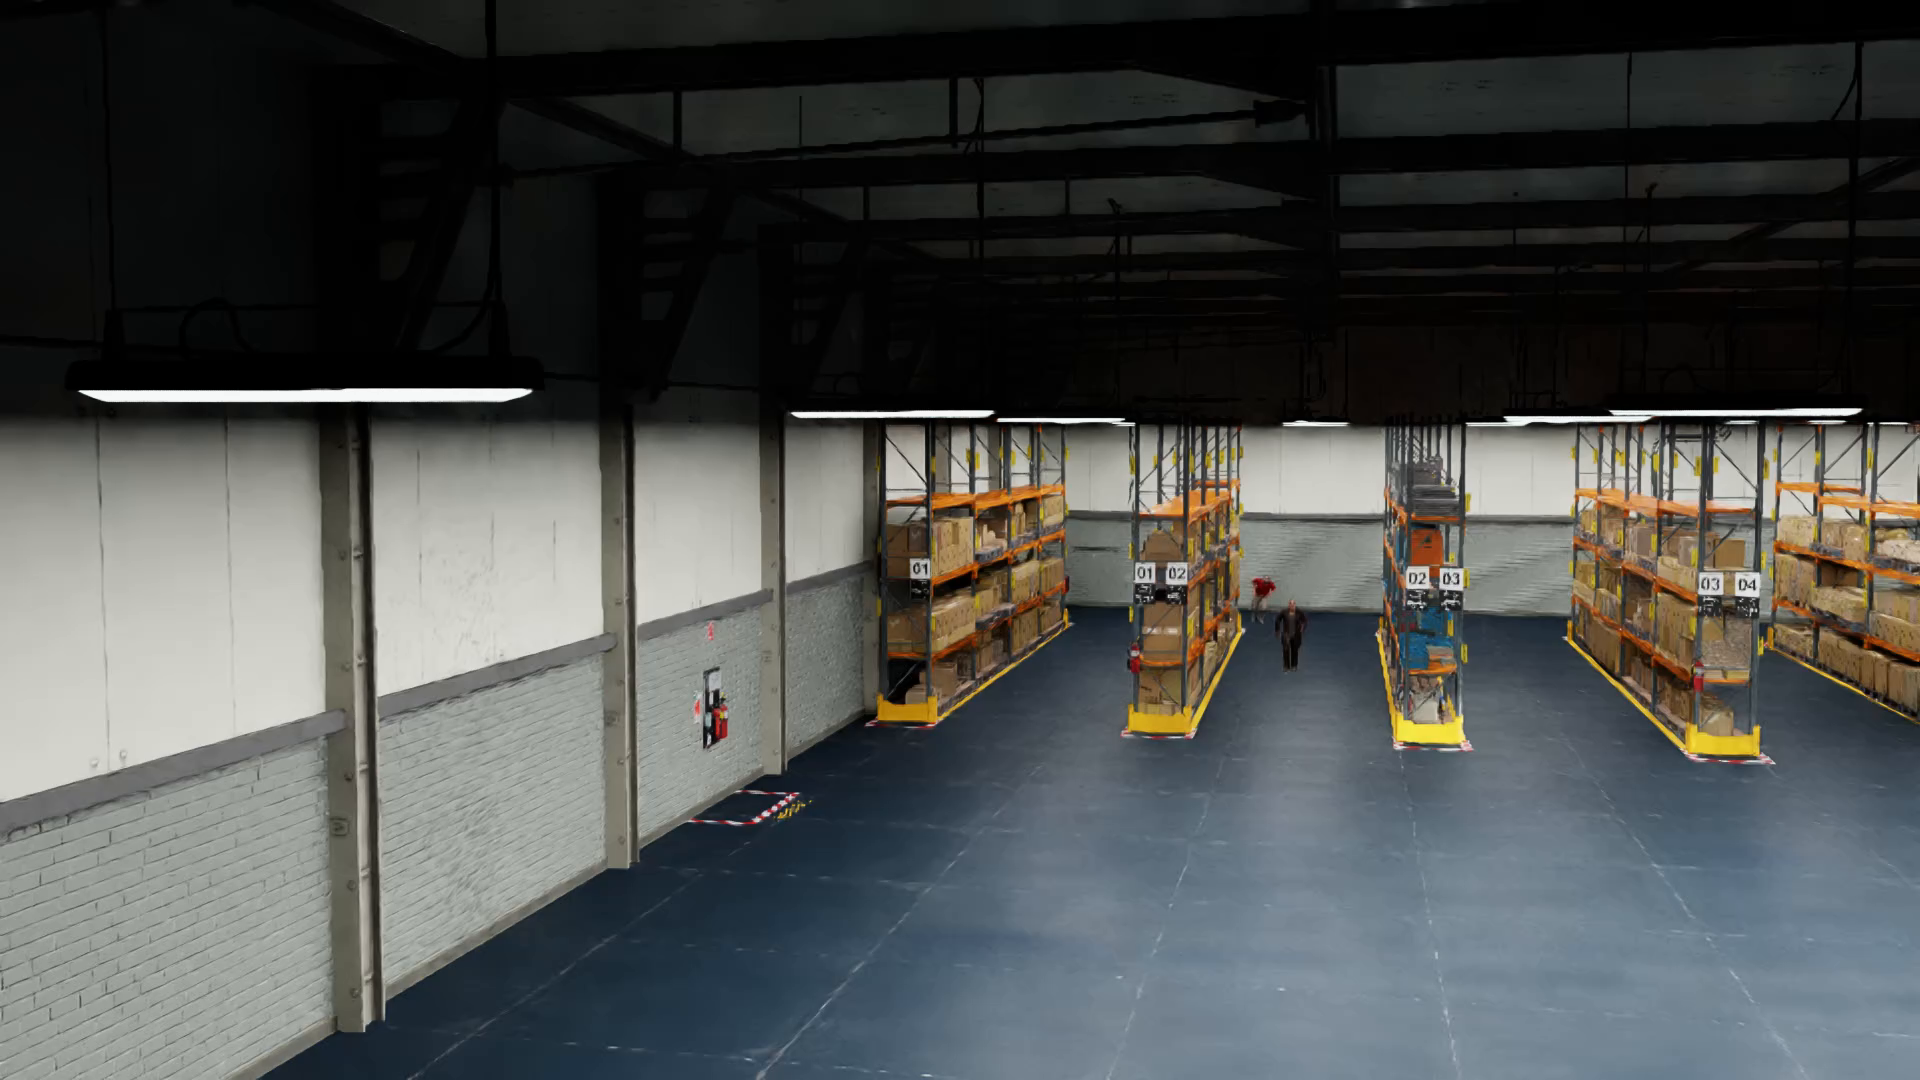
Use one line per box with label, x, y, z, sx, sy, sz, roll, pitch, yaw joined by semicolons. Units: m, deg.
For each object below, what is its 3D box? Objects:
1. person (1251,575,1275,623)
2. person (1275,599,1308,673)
person;8.893;1.713;48.793;0.679;1.467;0.942;0;4;7
person;7.769;2.275;38.990;0.739;1.622;0.871;1;4;8
